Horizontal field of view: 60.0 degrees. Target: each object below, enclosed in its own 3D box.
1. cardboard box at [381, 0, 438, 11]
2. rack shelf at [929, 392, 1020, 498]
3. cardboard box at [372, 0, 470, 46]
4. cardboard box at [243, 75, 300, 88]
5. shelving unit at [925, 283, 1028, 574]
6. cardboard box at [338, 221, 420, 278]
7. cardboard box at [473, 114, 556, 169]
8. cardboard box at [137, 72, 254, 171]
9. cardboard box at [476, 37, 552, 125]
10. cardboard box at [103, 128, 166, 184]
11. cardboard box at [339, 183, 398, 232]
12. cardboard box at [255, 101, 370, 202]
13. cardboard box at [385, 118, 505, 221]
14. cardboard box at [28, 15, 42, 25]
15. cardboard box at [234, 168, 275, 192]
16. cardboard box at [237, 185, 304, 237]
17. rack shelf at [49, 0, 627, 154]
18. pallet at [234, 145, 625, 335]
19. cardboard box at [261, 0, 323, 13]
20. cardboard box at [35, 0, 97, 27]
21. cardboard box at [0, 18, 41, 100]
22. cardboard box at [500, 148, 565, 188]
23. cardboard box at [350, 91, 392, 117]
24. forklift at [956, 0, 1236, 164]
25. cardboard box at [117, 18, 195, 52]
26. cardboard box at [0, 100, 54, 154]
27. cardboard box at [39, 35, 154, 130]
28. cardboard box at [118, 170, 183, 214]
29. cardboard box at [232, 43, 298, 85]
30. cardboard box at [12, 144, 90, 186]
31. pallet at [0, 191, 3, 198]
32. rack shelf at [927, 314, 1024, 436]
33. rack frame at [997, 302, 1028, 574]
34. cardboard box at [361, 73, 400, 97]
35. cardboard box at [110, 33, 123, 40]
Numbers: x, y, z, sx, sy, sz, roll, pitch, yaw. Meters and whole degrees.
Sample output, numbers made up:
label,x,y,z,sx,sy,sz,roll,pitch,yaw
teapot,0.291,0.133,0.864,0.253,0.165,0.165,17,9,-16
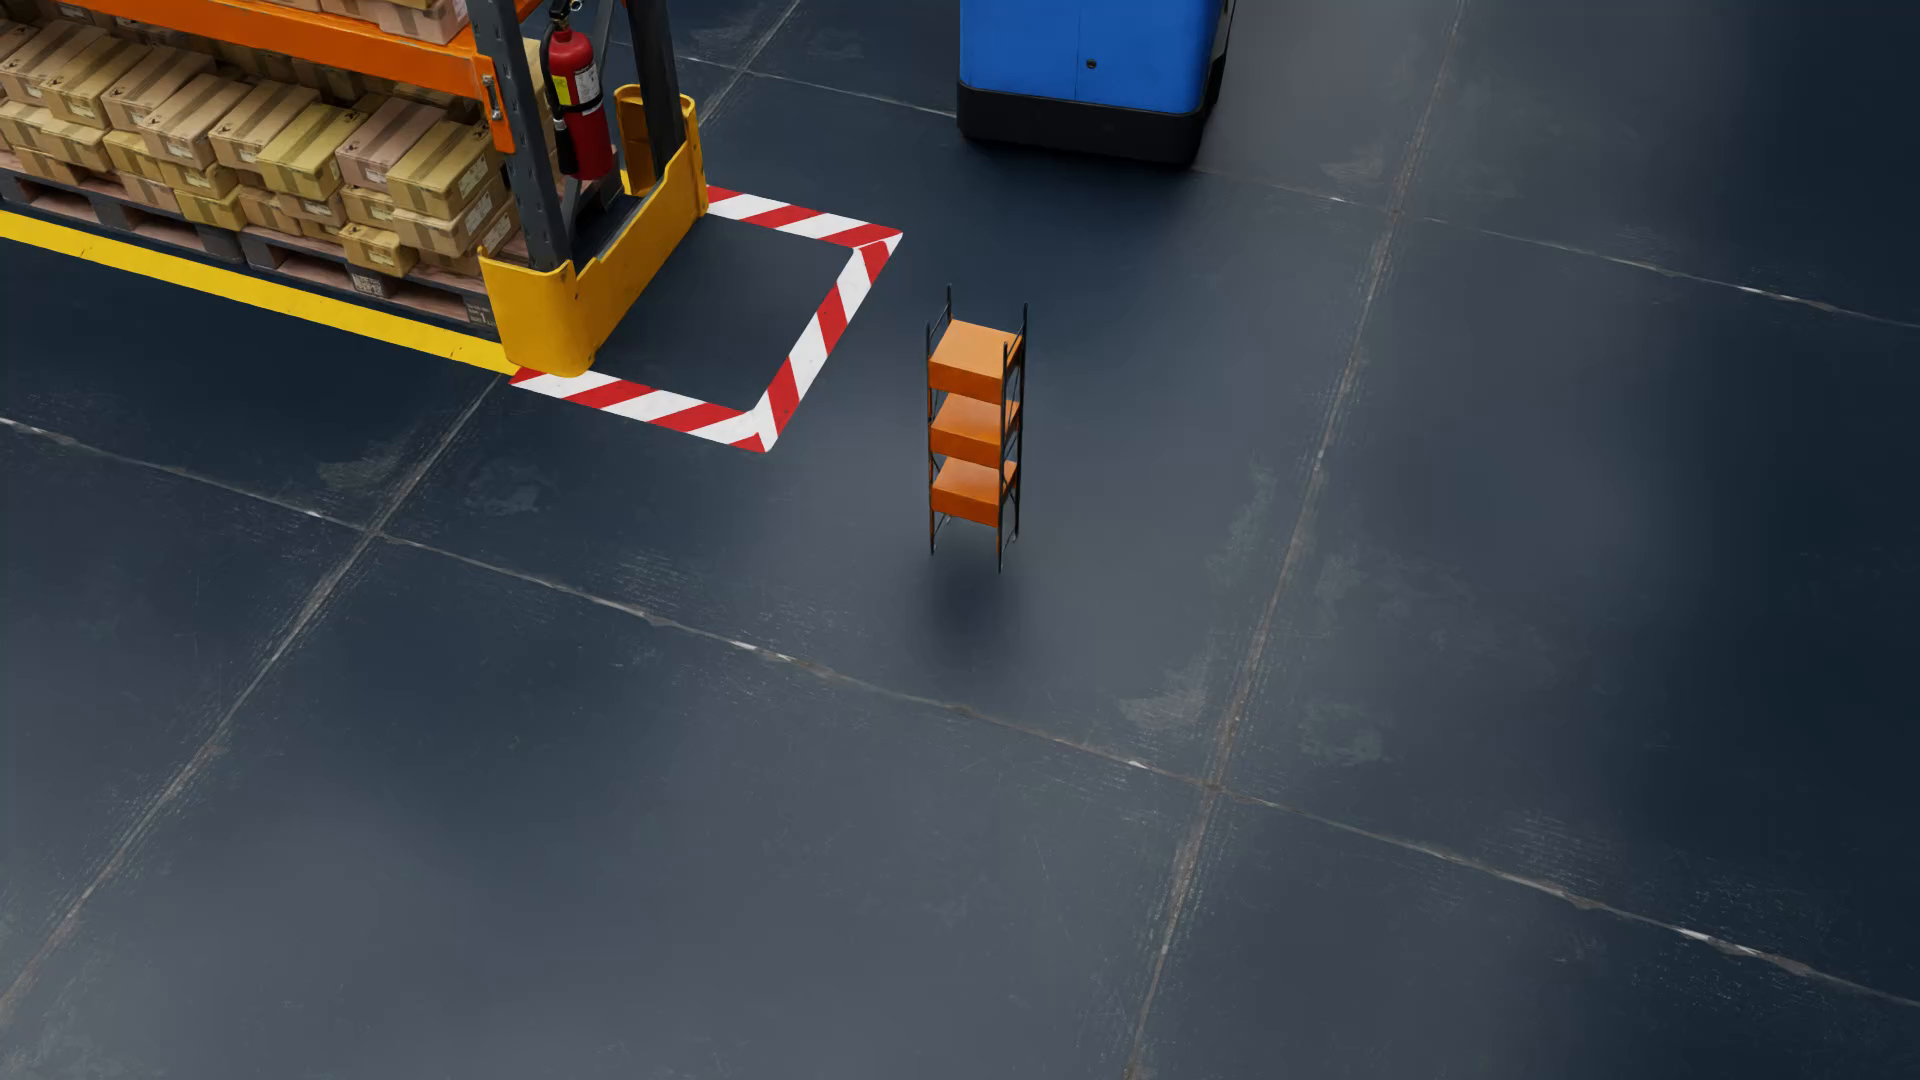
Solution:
label,x,y,z,sx,sy,sz,roll,pitch,yaw
cardboard box,-1.835,-2.085,5.309,0.500,0.500,0.500,17,51,14
rack shelf,0.050,-0.323,5.349,0.240,0.259,0.215,16,51,13
cardboard box,-1.728,-1.822,5.511,0.250,0.149,0.380,16,51,13
cardboard box,-2.709,-1.899,6.823,0.250,0.149,0.380,13,50,11
shelving unit,0.050,-0.330,5.341,0.252,1.050,0.215,16,51,13
cardboard box,-2.167,-1.209,6.421,0.250,0.149,0.380,17,51,14
cardboard box,-1.727,-1.640,6.598,0.250,0.149,0.380,18,51,15
cardboard box,-2.904,-1.605,6.371,0.250,0.149,0.380,17,51,14
cardboard box,-1.698,-1.796,6.537,0.250,0.149,0.380,14,50,11
cardboard box,-3.131,-1.598,6.562,0.250,0.149,0.380,18,51,15
cardboard box,-2.145,-1.363,6.358,0.250,0.149,0.380,15,51,12
cardboard box,-2.412,-1.461,6.247,0.250,0.149,0.380,15,51,12
cardboard box,-1.909,-1.377,6.174,0.250,0.149,0.380,16,51,14
cardboard box,-3.954,-2.256,7.132,0.250,0.149,0.380,16,51,13
cardboard box,-2.623,-1.535,6.507,0.250,0.149,0.380,15,51,13
cardboard box,-2.621,-1.394,6.582,0.250,0.149,0.380,16,51,13
rack shelf,-3.201,-2.308,6.241,4.000,0.370,1.077,16,51,13
pallet,-2.146,-1.364,6.792,1.213,0.211,1.003,16,51,13
cardboard box,-2.189,-1.969,5.638,0.250,0.149,0.380,15,51,13
cardboard box,-3.661,-2.329,6.999,0.250,0.149,0.380,13,50,11
cardboard box,-3.870,-1.906,6.632,0.250,0.149,0.380,17,51,14
cardboard box,-1.705,-1.587,6.749,0.250,0.149,0.380,17,51,14
cardboard box,-2.225,-1.753,6.696,0.250,0.149,0.380,16,51,14
forklift,0.806,-3.692,7.010,1.130,2.935,3.031,10,50,8
cardboard box,-3.209,-2.125,6.821,0.250,0.149,0.380,16,51,13
cardboard box,-3.621,-1.733,6.679,0.250,0.149,0.380,15,51,13
cardboard box,-3.368,-1.801,6.541,0.250,0.149,0.380,16,51,13
cardboard box,-3.131,-1.503,6.676,0.250,0.149,0.380,17,51,14
cardboard box,-2.709,-2.025,6.735,0.250,0.149,0.380,17,51,15
cardboard box,-3.615,-1.637,6.792,0.250,0.149,0.380,14,51,12
pallet,-4.434,-2.003,7.346,1.213,0.211,1.003,16,51,13
rack shelf,0.050,-0.509,5.135,0.240,0.259,0.215,16,51,13
rack frame,0.165,-0.298,5.313,0.008,1.050,0.200,16,51,13
cardboard box,-2.190,-1.940,6.661,0.250,0.149,0.380,15,51,13
cardboard box,-3.464,-2.119,7.013,0.250,0.149,0.380,13,50,11
